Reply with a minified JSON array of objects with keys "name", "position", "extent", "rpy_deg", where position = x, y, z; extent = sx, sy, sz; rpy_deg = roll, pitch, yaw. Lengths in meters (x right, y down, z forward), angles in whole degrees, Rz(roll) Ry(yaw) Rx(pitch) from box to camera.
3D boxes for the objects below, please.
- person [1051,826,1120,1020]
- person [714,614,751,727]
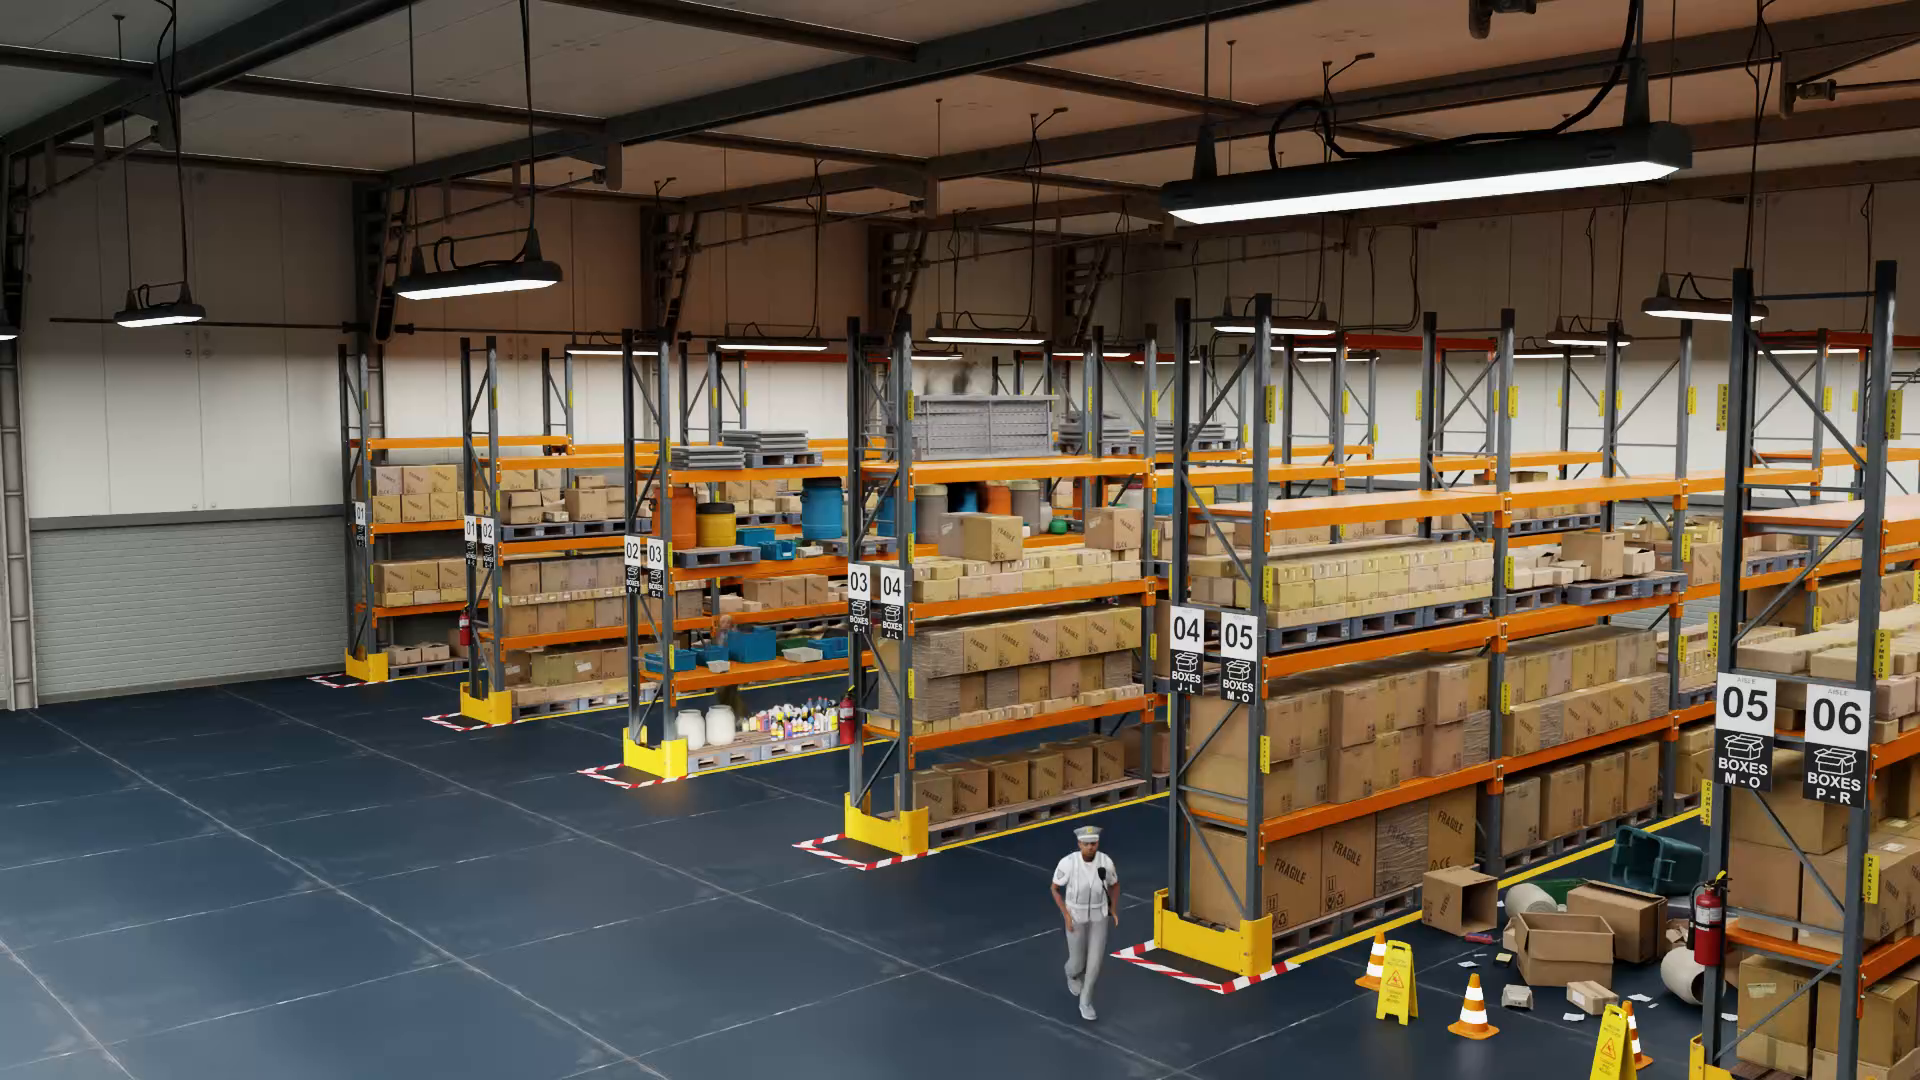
[{"name":"person","position":[1.038,3.122,13.831],"extent":[0.582,1.637,0.655],"rpy_deg":[-1,5,-6]},{"name":"person","position":[-3.504,2.156,25.253],"extent":[0.876,1.605,0.648],"rpy_deg":[-4,7,-39]}]
